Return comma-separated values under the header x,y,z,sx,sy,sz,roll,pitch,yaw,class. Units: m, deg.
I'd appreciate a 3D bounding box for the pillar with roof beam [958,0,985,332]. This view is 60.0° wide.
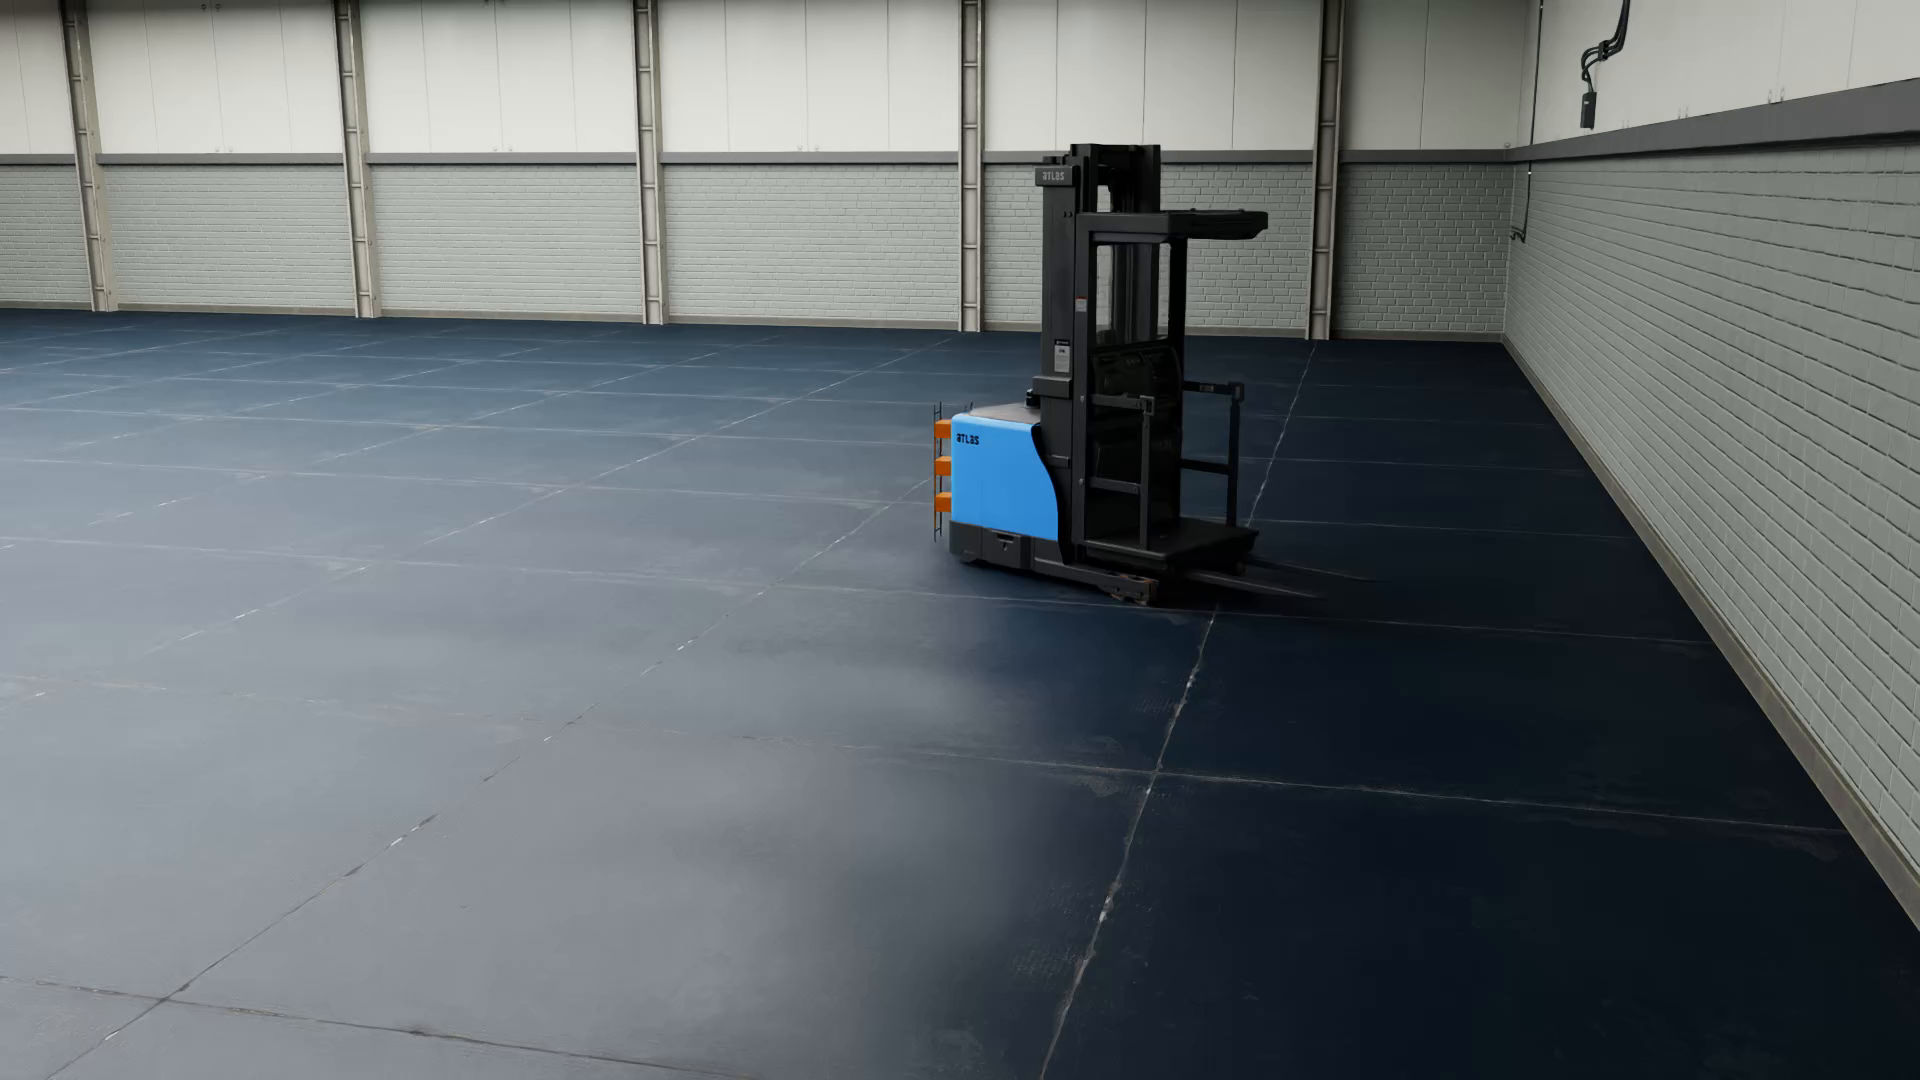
x,y,z,sx,sy,sz,roll,pitch,yaw,class
-0.833,-7.190,24.363,0.400,9.000,9.100,3,13,14,pillar with roof beam

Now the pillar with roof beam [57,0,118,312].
x,y,z,sx,sy,sz,roll,pitch,yaw,class
-18.308,-8.124,28.574,0.400,9.000,9.100,3,13,14,pillar with roof beam

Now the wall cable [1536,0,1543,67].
x,y,z,sx,sy,sz,roll,pitch,yaw,class
7.919,-7.733,22.323,0.112,2.526,3.097,3,13,14,wall cable

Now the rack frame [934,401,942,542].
x,y,z,sx,sy,sz,roll,pitch,yaw,class
-0.170,-0.522,12.661,0.008,1.050,0.200,3,13,14,rack frame

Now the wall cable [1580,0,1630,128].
x,y,z,sx,sy,sz,roll,pitch,yaw,class
6.277,-7.017,15.735,0.169,6.003,2.305,3,13,14,wall cable

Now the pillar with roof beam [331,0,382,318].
x,y,z,sx,sy,sz,roll,pitch,yaw,class
-12.483,-7.812,27.170,0.400,9.000,9.100,3,13,14,pillar with roof beam

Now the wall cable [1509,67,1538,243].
x,y,z,sx,sy,sz,roll,pitch,yaw,class
8.567,-5.837,25.434,0.112,2.526,3.097,3,13,14,wall cable

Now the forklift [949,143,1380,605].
x,y,z,sx,sy,sz,roll,pitch,yaw,class
1.342,-1.135,11.083,3.031,2.935,1.130,11,17,42,forklift

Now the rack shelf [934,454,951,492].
x,y,z,sx,sy,sz,roll,pitch,yaw,class
-0.052,-0.505,12.635,0.240,0.259,0.215,3,13,14,rack shelf

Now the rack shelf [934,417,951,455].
x,y,z,sx,sy,sz,roll,pitch,yaw,class
-0.052,-0.782,12.573,0.240,0.259,0.215,3,13,14,rack shelf

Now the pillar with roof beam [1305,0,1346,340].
x,y,z,sx,sy,sz,roll,pitch,yaw,class
4.993,-6.878,22.960,0.400,9.000,9.100,3,13,14,pillar with roof beam

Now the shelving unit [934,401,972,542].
x,y,z,sx,sy,sz,roll,pitch,yaw,class
-0.052,-0.515,12.633,0.252,1.050,0.215,3,13,14,shelving unit

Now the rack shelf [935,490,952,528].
x,y,z,sx,sy,sz,roll,pitch,yaw,class
-0.052,-0.234,12.695,0.240,0.259,0.215,3,13,14,rack shelf

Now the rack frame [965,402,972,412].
x,y,z,sx,sy,sz,roll,pitch,yaw,class
0.067,-0.509,12.604,0.008,1.050,0.200,3,13,14,rack frame

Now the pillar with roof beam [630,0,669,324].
x,y,z,sx,sy,sz,roll,pitch,yaw,class
-6.658,-7.501,25.767,0.400,9.000,9.100,3,13,14,pillar with roof beam
